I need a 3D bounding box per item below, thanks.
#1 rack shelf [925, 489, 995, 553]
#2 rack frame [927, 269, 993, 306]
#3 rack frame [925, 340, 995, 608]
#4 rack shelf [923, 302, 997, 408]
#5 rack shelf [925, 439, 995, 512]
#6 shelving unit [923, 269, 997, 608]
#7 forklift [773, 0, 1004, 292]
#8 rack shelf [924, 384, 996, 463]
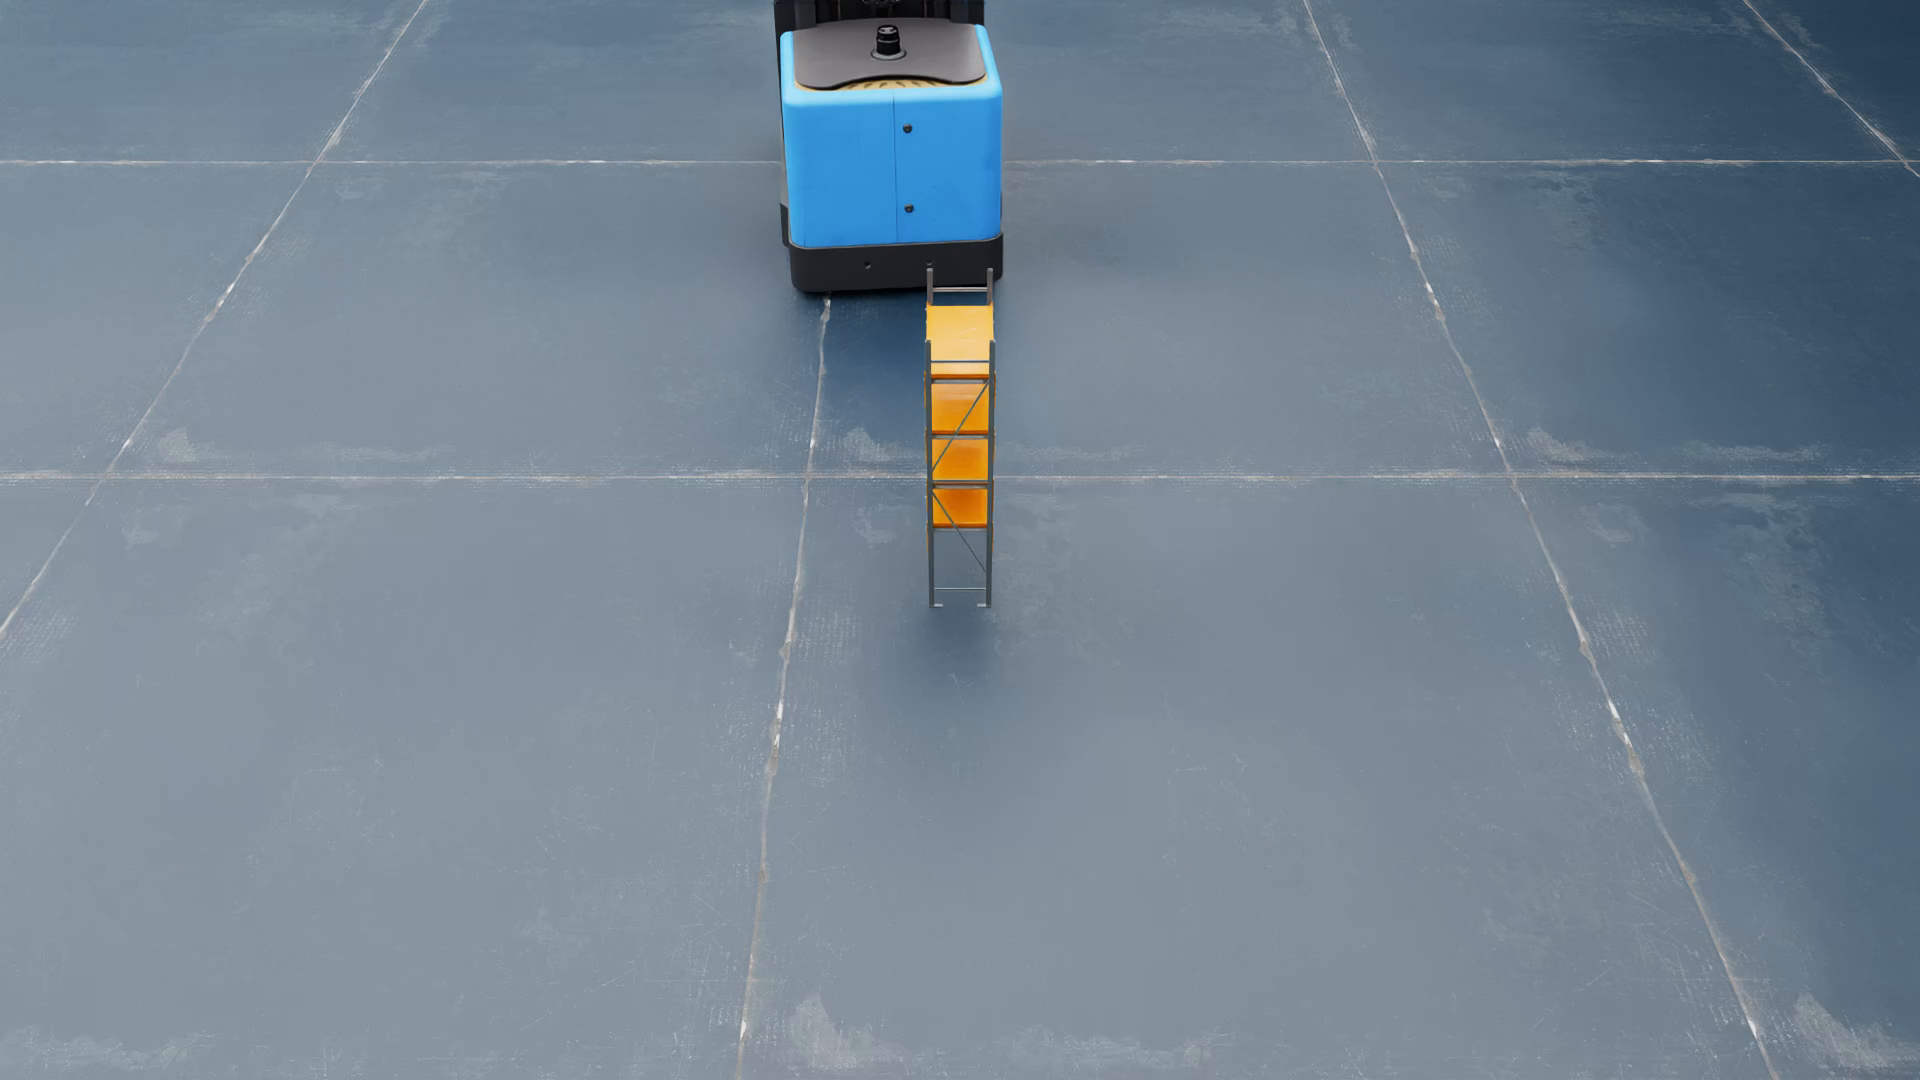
[{"bbox_3d":[0.000,-0.157,6.412,0.258,0.148,0.480,0,39,0],"label":"rack shelf"},{"bbox_3d":[0.000,-0.517,6.436,0.240,1.200,0.015,0,39,0],"label":"rack frame"},{"bbox_3d":[0.000,-0.212,6.055,0.240,1.200,0.015,0,39,0],"label":"rack frame"},{"bbox_3d":[0.000,-0.671,6.000,0.258,0.148,0.480,0,39,0],"label":"rack shelf"},{"bbox_3d":[0.000,-0.312,6.288,0.258,0.148,0.480,0,39,0],"label":"rack shelf"},{"bbox_3d":[0.000,-0.365,6.246,0.258,1.200,0.503,0,39,0],"label":"shelving unit"},{"bbox_3d":[-0.441,-3.271,8.488,1.130,2.935,3.031,-3,39,-4],"label":"forklift"},{"bbox_3d":[0.000,-0.487,6.148,0.258,0.148,0.480,0,39,0],"label":"rack shelf"}]
